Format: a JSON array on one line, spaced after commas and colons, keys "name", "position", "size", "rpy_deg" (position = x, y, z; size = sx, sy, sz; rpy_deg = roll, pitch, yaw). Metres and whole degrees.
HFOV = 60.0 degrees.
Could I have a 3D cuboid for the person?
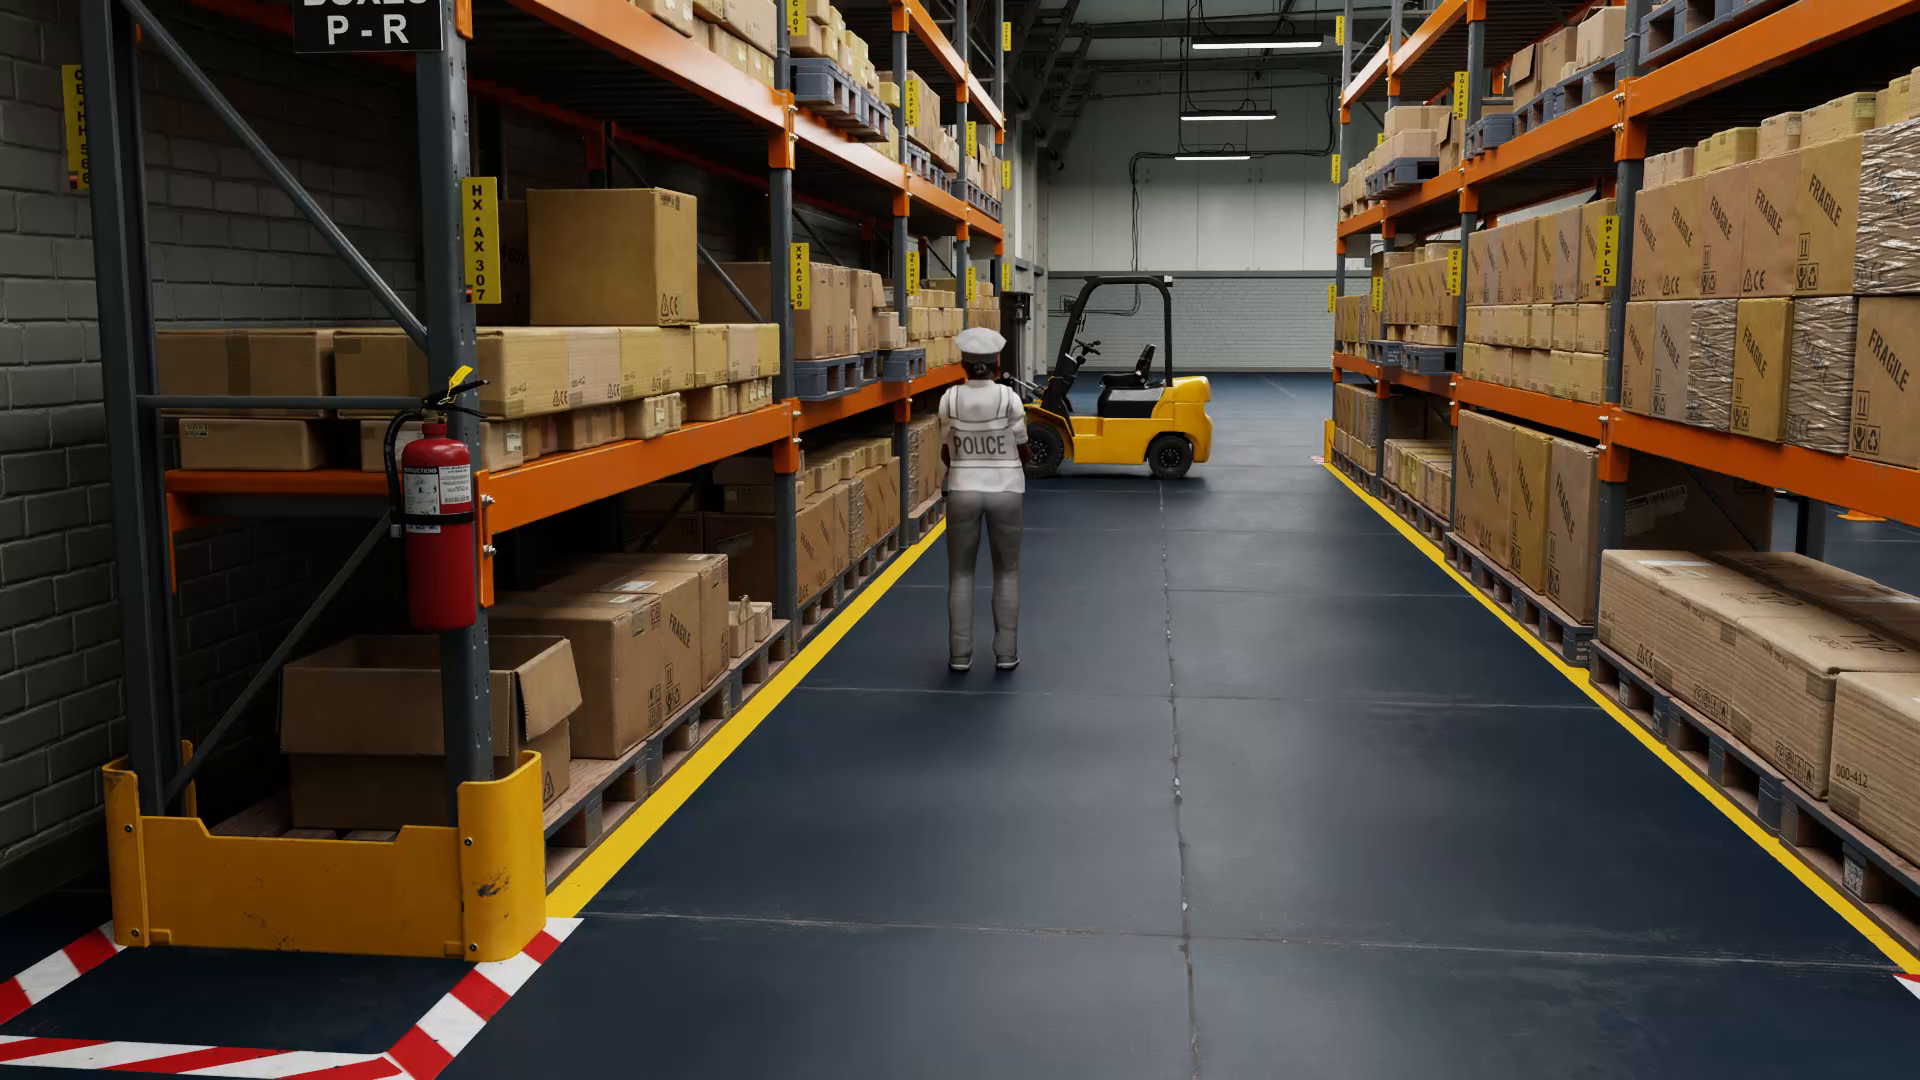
[{"name": "person", "position": [0.125, -0.201, 8.229], "size": [0.451, 1.680, 0.535], "rpy_deg": [1, 8, 5]}]
